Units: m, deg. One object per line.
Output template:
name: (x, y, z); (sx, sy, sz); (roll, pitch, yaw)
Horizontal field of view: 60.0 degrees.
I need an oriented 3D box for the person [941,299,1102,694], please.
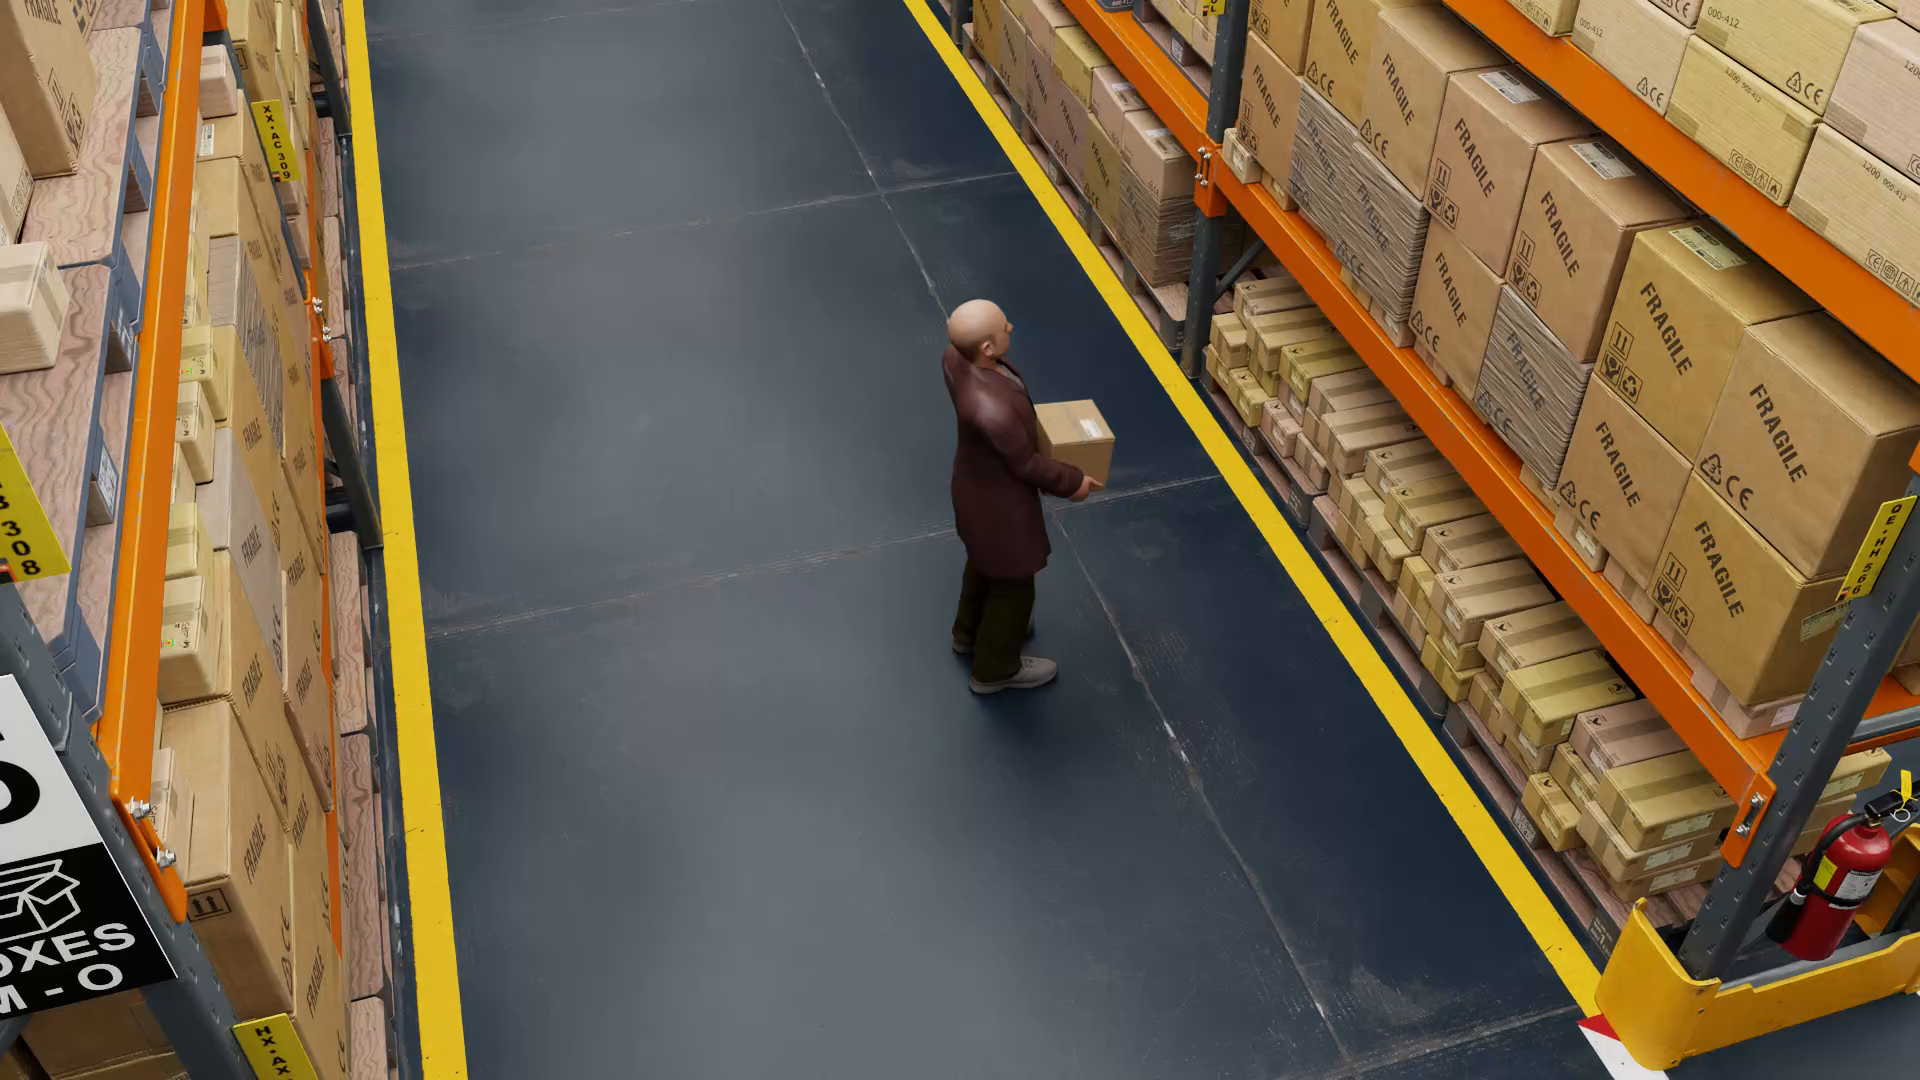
person: (0.230, -0.182, 6.379); (0.555, 1.769, 0.531); (-12, 43, -13)
